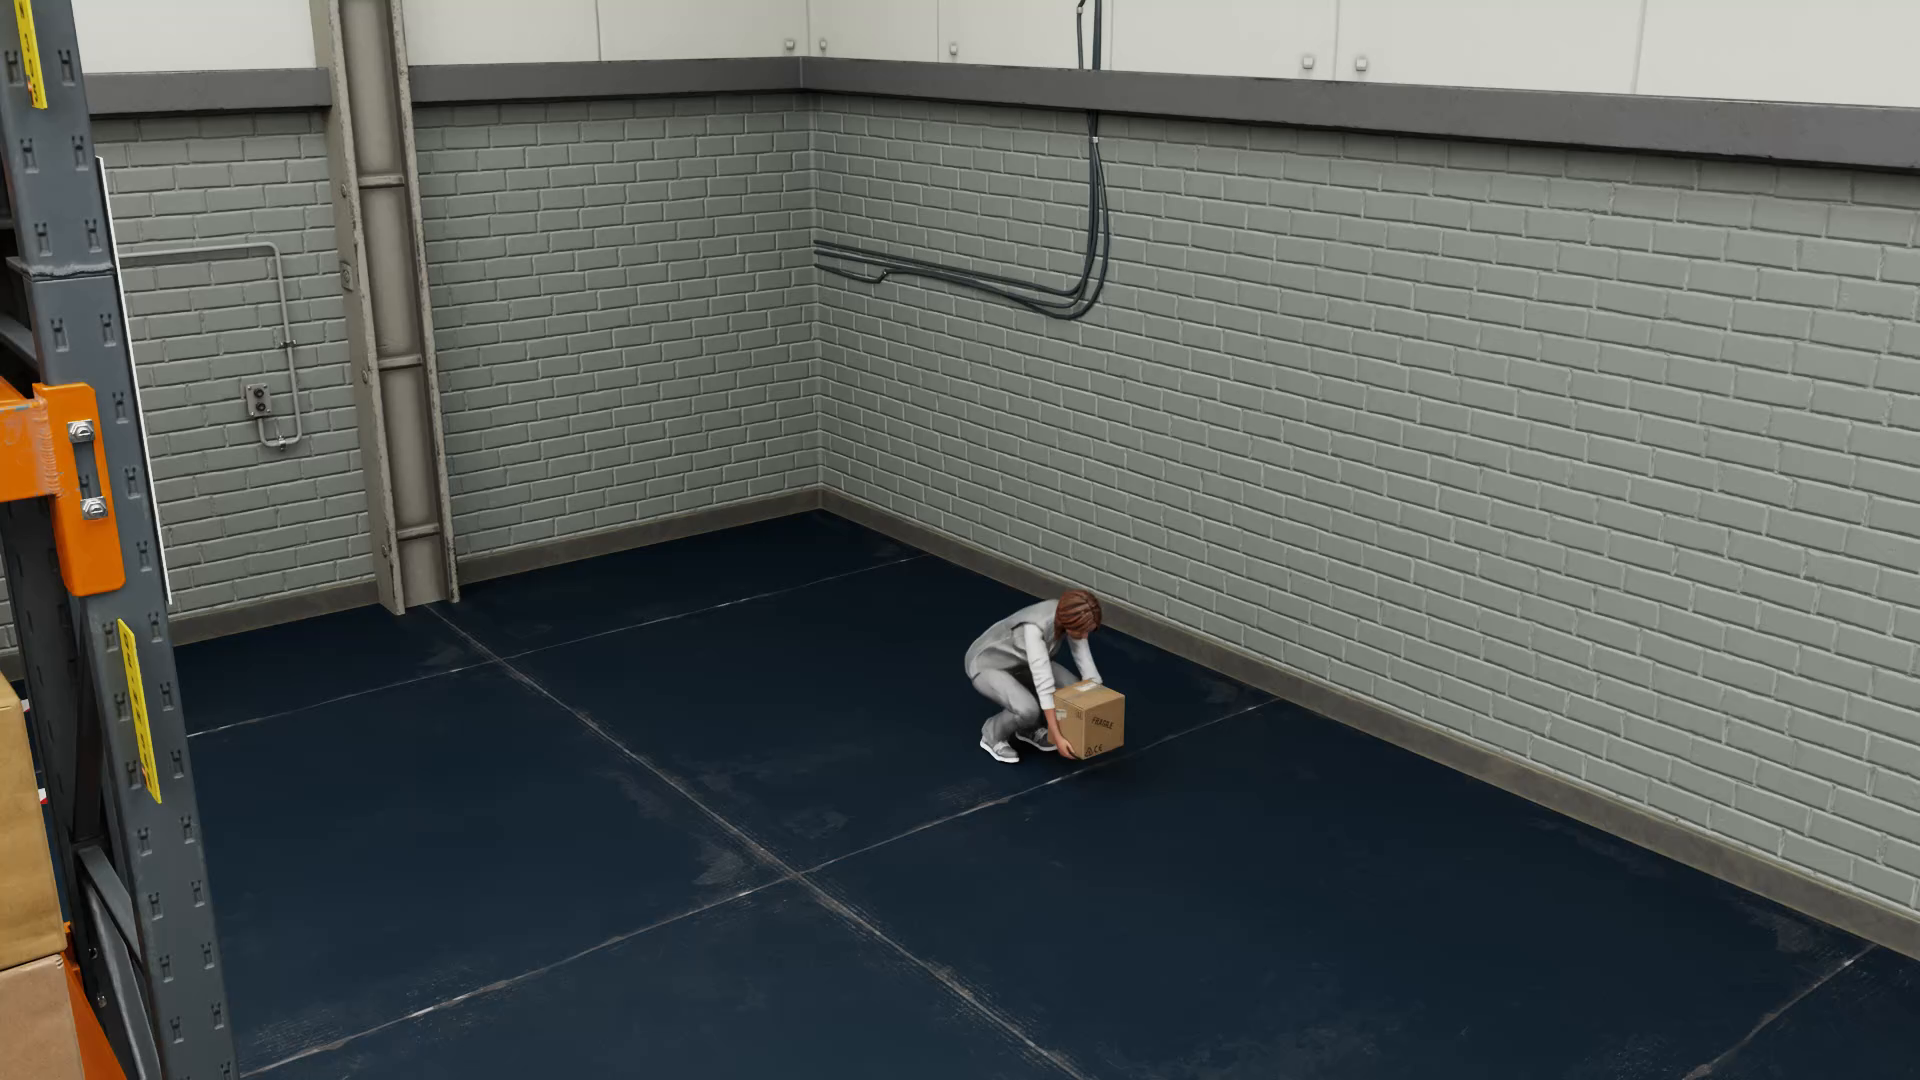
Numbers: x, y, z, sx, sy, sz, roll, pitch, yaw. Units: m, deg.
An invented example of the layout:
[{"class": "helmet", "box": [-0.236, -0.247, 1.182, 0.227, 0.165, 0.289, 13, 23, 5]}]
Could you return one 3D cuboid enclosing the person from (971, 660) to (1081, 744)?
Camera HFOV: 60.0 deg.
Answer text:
[{"class": "person", "box": [0.296, 0.754, 7.939, 0.425, 0.418, 0.522, -14, 23, -37]}]
